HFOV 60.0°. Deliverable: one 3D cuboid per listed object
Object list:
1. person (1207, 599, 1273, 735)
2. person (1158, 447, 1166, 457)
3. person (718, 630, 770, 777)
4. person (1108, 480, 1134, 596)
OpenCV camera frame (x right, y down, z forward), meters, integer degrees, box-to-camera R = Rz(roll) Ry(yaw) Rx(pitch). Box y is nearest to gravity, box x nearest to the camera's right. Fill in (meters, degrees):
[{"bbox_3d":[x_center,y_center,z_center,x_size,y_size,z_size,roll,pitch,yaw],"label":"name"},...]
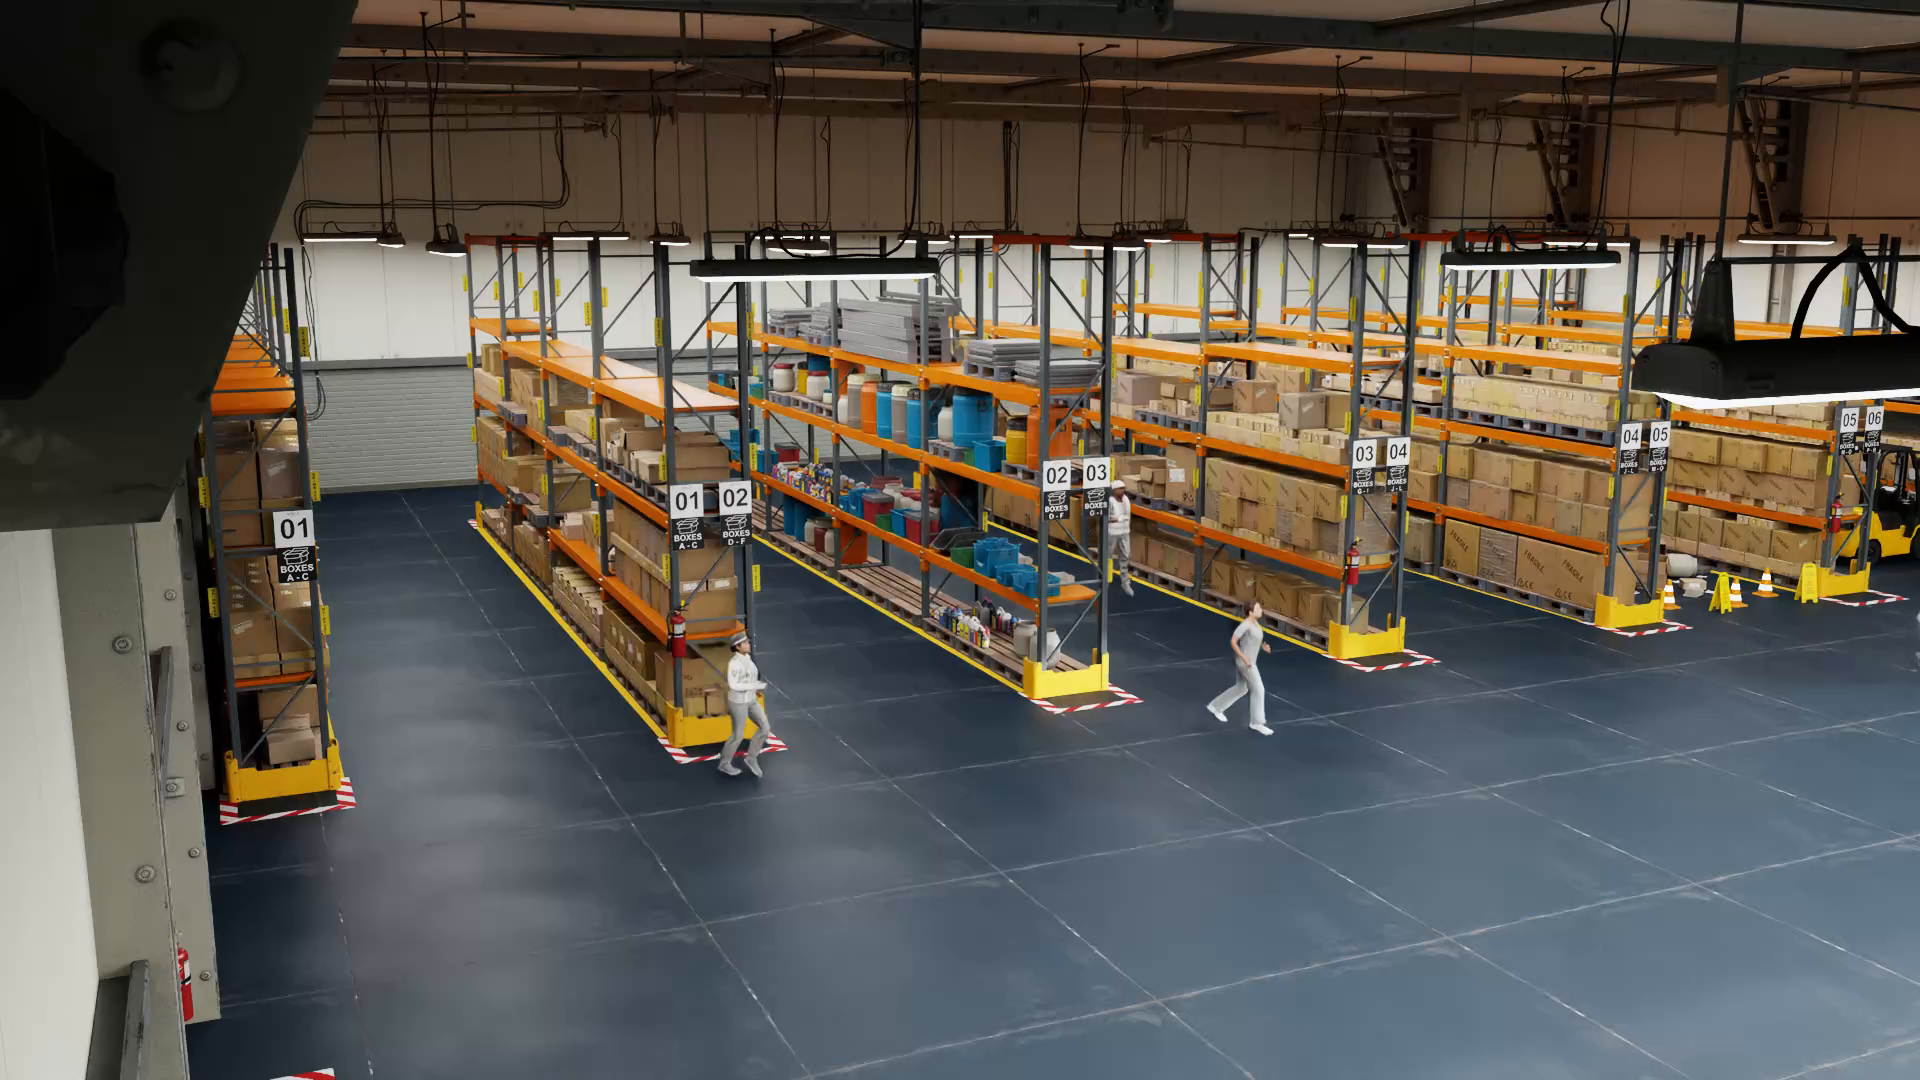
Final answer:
[{"bbox_3d":[3.516,1.549,20.732,0.853,1.692,0.566,4,12,18],"label":"person"},{"bbox_3d":[5.088,-2.447,41.512,0.522,1.632,0.692,9,14,39],"label":"person"},{"bbox_3d":[-2.468,1.879,19.027,0.614,1.721,0.618,3,11,16],"label":"person"},{"bbox_3d":[2.568,-0.046,27.183,0.673,1.891,0.782,-7,13,-32],"label":"person"}]
